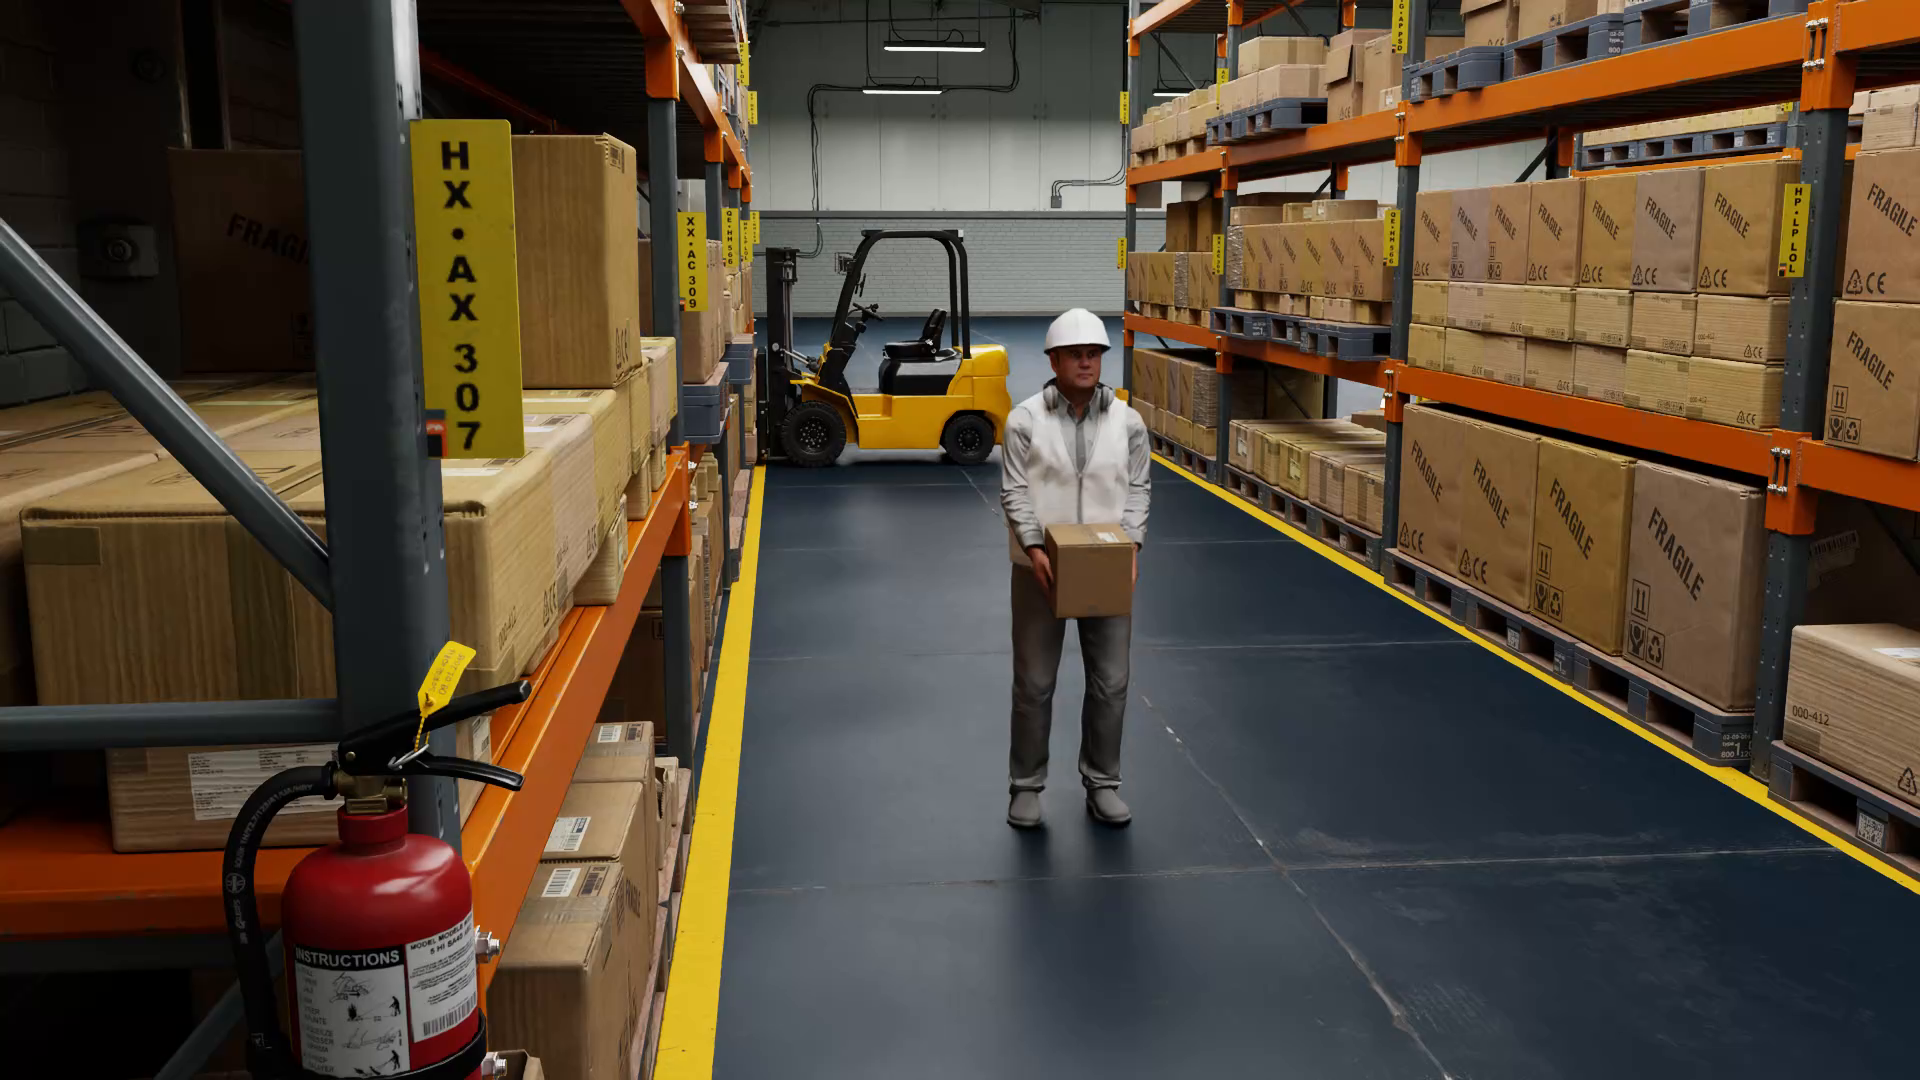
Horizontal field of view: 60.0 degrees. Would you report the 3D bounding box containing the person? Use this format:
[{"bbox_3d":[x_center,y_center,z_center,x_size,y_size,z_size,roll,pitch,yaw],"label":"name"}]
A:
[{"bbox_3d":[0.404,0.103,5.713,0.532,1.779,0.522,-1,10,-7],"label":"person"}]
